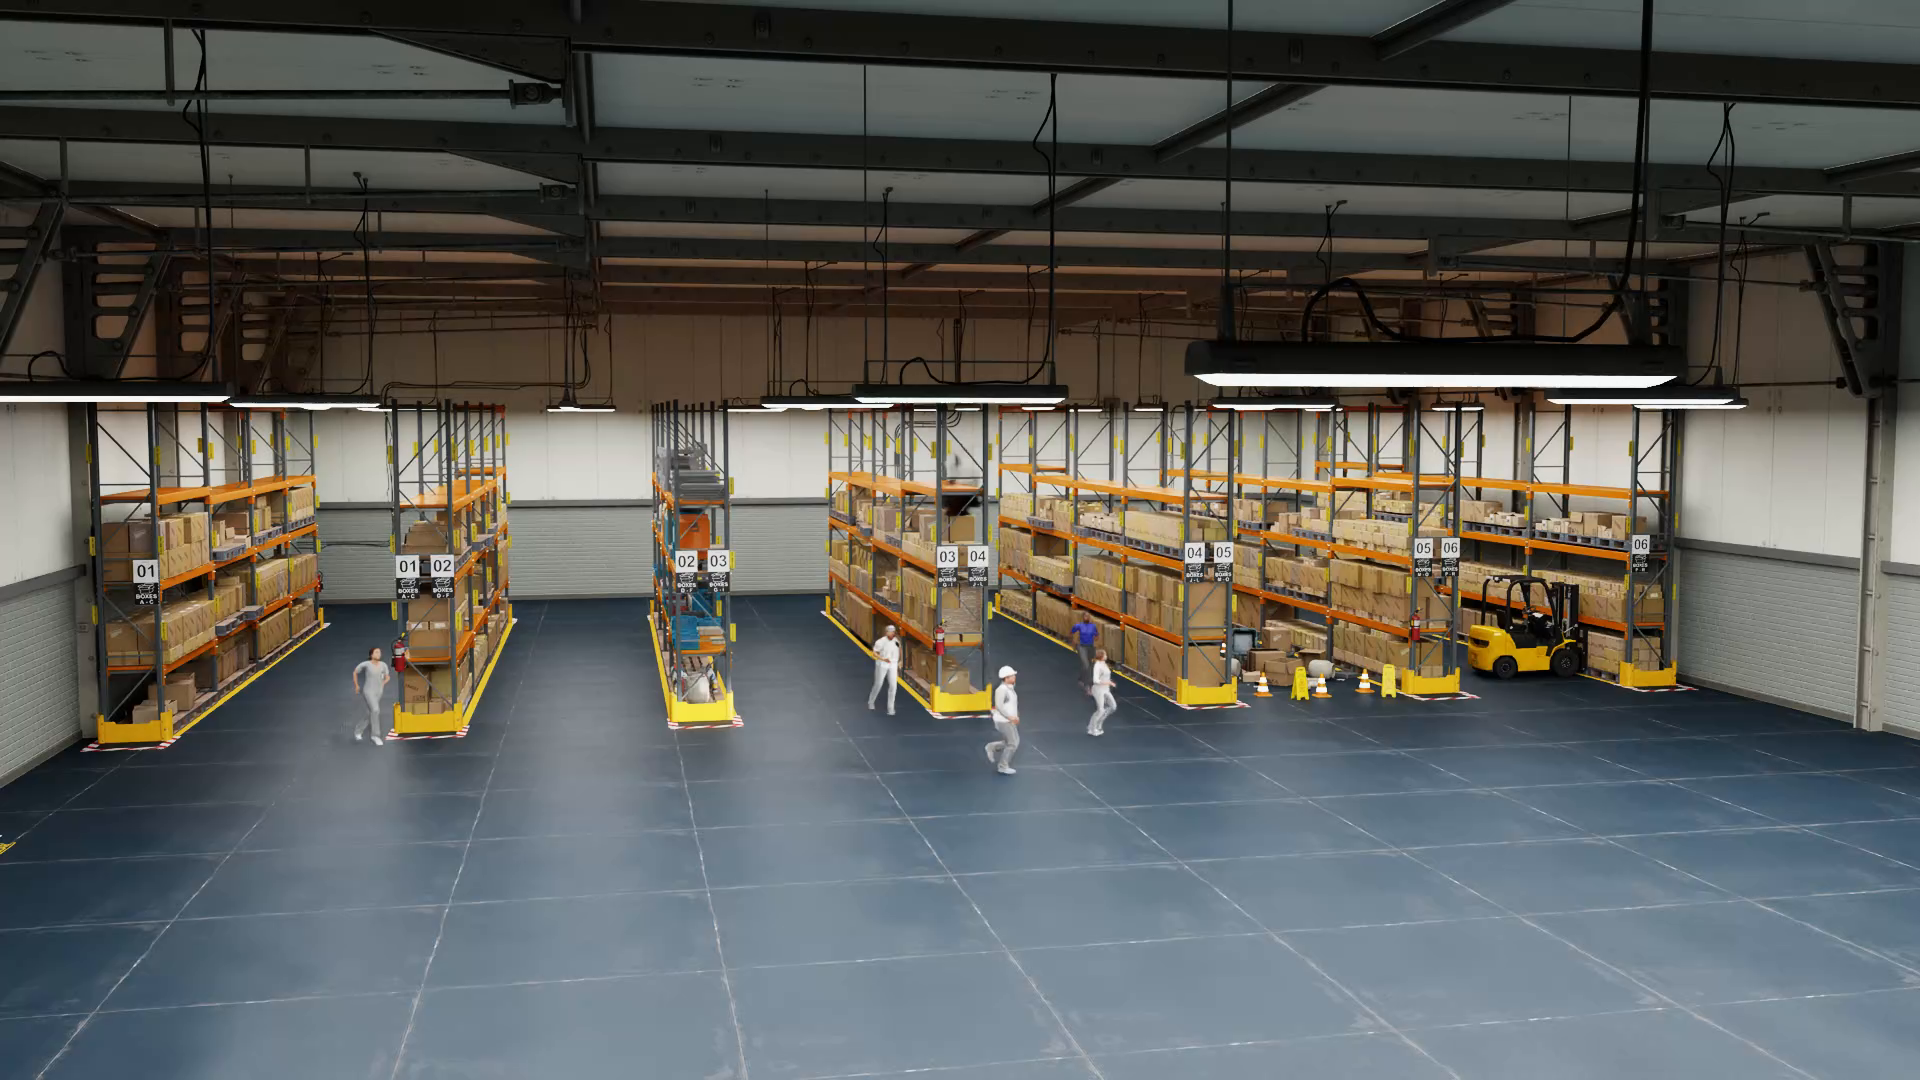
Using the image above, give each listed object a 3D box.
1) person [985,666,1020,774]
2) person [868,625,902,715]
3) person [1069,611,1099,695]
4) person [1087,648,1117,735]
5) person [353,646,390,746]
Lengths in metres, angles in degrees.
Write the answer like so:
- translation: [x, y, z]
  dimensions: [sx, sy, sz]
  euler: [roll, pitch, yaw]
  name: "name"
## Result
- translation: [0.690, 2.871, 26.559]
  dimensions: [0.591, 1.722, 0.643]
  euler: [1, 4, 13]
  name: "person"
- translation: [-1.388, 2.498, 32.032]
  dimensions: [0.654, 1.729, 0.760]
  euler: [-2, 5, -25]
  name: "person"
- translation: [2.589, 2.306, 34.280]
  dimensions: [0.566, 1.671, 0.853]
  euler: [-2, 5, -24]
  name: "person"
- translation: [2.541, 2.701, 29.575]
  dimensions: [0.586, 1.558, 0.508]
  euler: [2, 5, 27]
  name: "person"
- translation: [-10.220, 2.693, 29.050]
  dimensions: [0.870, 1.664, 0.576]
  euler: [3, 5, 38]
  name: "person"
